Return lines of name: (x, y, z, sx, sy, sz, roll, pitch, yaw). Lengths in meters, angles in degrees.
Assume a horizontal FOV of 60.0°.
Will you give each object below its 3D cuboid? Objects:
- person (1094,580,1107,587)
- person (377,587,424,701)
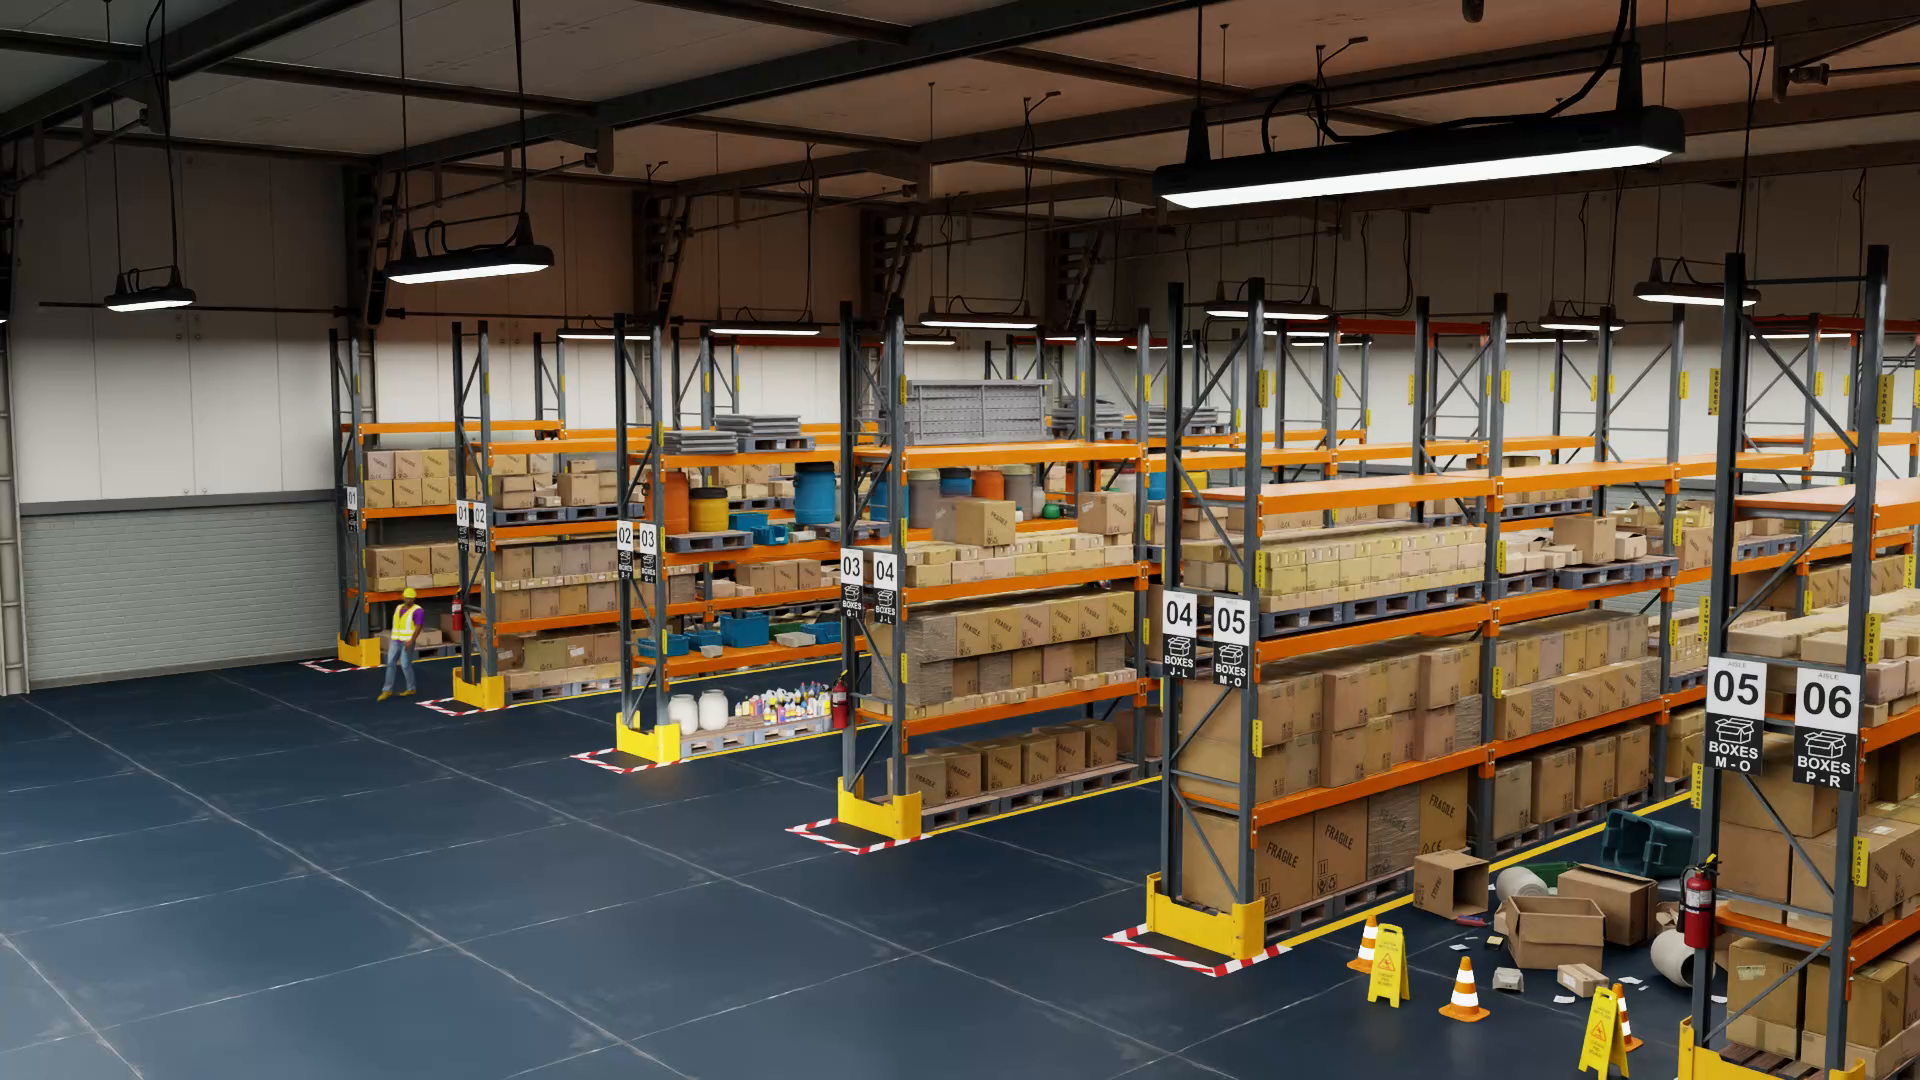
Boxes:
person: (2.712, 1.089, 32.839, 1.034, 1.621, 0.552, -5, 8, -44)
person: (-8.995, 1.670, 26.692, 0.611, 1.780, 0.704, 2, 6, 17)
